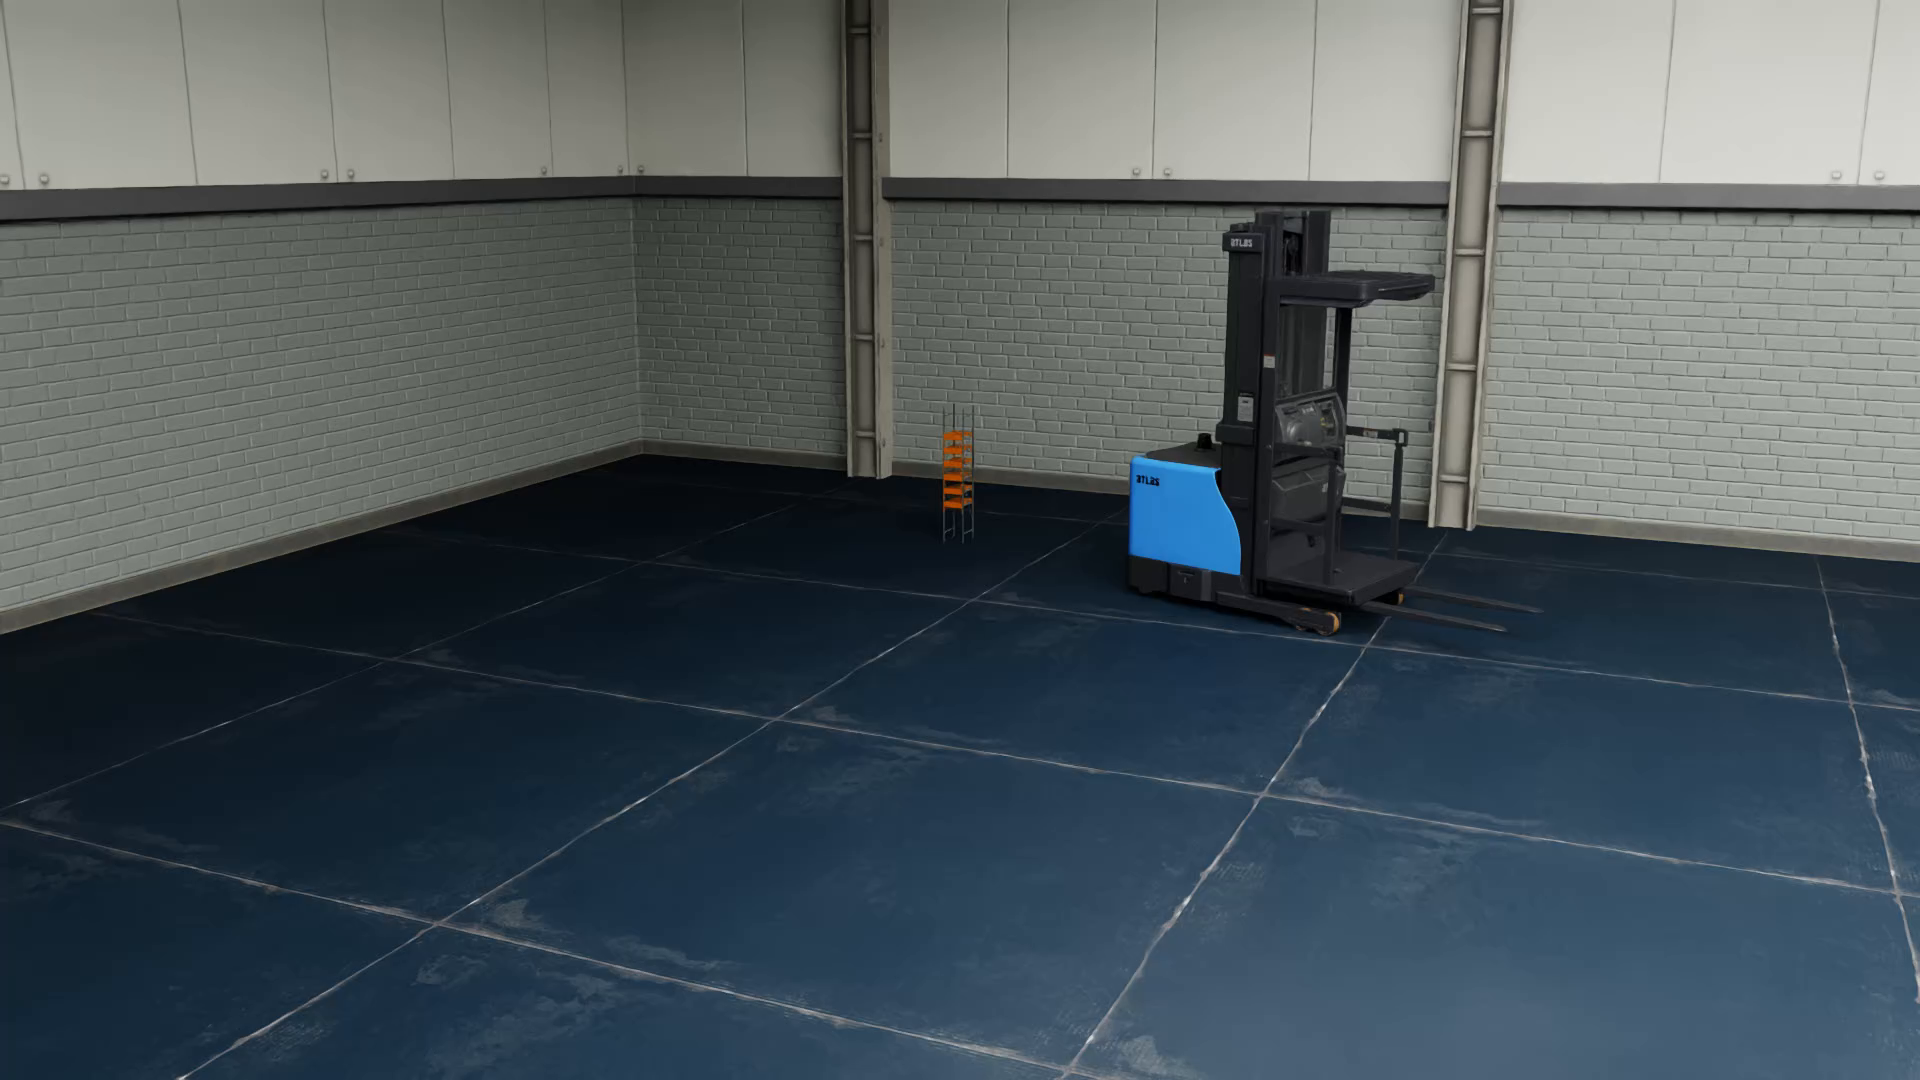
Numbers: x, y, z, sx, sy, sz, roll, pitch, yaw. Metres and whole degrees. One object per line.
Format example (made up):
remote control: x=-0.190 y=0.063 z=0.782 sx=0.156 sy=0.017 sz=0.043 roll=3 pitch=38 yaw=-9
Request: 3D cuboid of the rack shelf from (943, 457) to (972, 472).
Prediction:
rack shelf: x=-0.013 y=-0.659 z=14.606 sx=0.180 sy=0.103 sz=0.258 roll=6 pitch=14 yaw=23

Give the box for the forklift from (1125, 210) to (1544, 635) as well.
forklift: x=2.736 y=-0.882 z=12.097 sx=3.031 sy=2.935 sz=1.130 roll=11 pitch=17 yaw=40

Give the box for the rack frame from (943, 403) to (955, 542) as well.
rack frame: x=-0.097 y=-0.594 z=14.660 sx=0.006 sy=1.200 sz=0.240 roll=6 pitch=14 yaw=23

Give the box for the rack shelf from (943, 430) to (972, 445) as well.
rack shelf: x=-0.013 y=-0.893 z=14.551 sx=0.180 sy=0.103 sz=0.258 roll=6 pitch=14 yaw=23

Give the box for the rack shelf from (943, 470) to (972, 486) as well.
rack shelf: x=-0.013 y=-0.542 z=14.634 sx=0.180 sy=0.103 sz=0.258 roll=6 pitch=14 yaw=23

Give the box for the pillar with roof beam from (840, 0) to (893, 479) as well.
pillar with roof beam: x=-2.699 y=-4.169 z=12.821 sx=0.400 sy=9.000 sz=9.100 roll=6 pitch=14 yaw=23

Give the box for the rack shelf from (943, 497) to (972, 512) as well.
rack shelf: x=-0.013 y=-0.309 z=14.688 sx=0.180 sy=0.103 sz=0.258 roll=6 pitch=14 yaw=23

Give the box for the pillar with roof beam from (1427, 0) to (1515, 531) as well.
pillar with roof beam: x=2.787 y=-3.613 z=10.455 sx=0.400 sy=9.000 sz=9.100 roll=6 pitch=14 yaw=23

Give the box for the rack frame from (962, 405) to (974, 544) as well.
rack frame: x=0.070 y=-0.577 z=14.587 sx=0.006 sy=1.200 sz=0.240 roll=6 pitch=14 yaw=23

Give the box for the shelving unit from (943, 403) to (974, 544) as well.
shelving unit: x=-0.013 y=-0.585 z=14.623 sx=0.189 sy=1.200 sz=0.258 roll=6 pitch=14 yaw=23

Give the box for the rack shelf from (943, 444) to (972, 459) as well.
rack shelf: x=-0.013 y=-0.776 z=14.579 sx=0.180 sy=0.103 sz=0.258 roll=6 pitch=14 yaw=23

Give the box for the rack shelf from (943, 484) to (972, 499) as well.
rack shelf: x=-0.013 y=-0.425 z=14.661 sx=0.180 sy=0.103 sz=0.258 roll=6 pitch=14 yaw=23
